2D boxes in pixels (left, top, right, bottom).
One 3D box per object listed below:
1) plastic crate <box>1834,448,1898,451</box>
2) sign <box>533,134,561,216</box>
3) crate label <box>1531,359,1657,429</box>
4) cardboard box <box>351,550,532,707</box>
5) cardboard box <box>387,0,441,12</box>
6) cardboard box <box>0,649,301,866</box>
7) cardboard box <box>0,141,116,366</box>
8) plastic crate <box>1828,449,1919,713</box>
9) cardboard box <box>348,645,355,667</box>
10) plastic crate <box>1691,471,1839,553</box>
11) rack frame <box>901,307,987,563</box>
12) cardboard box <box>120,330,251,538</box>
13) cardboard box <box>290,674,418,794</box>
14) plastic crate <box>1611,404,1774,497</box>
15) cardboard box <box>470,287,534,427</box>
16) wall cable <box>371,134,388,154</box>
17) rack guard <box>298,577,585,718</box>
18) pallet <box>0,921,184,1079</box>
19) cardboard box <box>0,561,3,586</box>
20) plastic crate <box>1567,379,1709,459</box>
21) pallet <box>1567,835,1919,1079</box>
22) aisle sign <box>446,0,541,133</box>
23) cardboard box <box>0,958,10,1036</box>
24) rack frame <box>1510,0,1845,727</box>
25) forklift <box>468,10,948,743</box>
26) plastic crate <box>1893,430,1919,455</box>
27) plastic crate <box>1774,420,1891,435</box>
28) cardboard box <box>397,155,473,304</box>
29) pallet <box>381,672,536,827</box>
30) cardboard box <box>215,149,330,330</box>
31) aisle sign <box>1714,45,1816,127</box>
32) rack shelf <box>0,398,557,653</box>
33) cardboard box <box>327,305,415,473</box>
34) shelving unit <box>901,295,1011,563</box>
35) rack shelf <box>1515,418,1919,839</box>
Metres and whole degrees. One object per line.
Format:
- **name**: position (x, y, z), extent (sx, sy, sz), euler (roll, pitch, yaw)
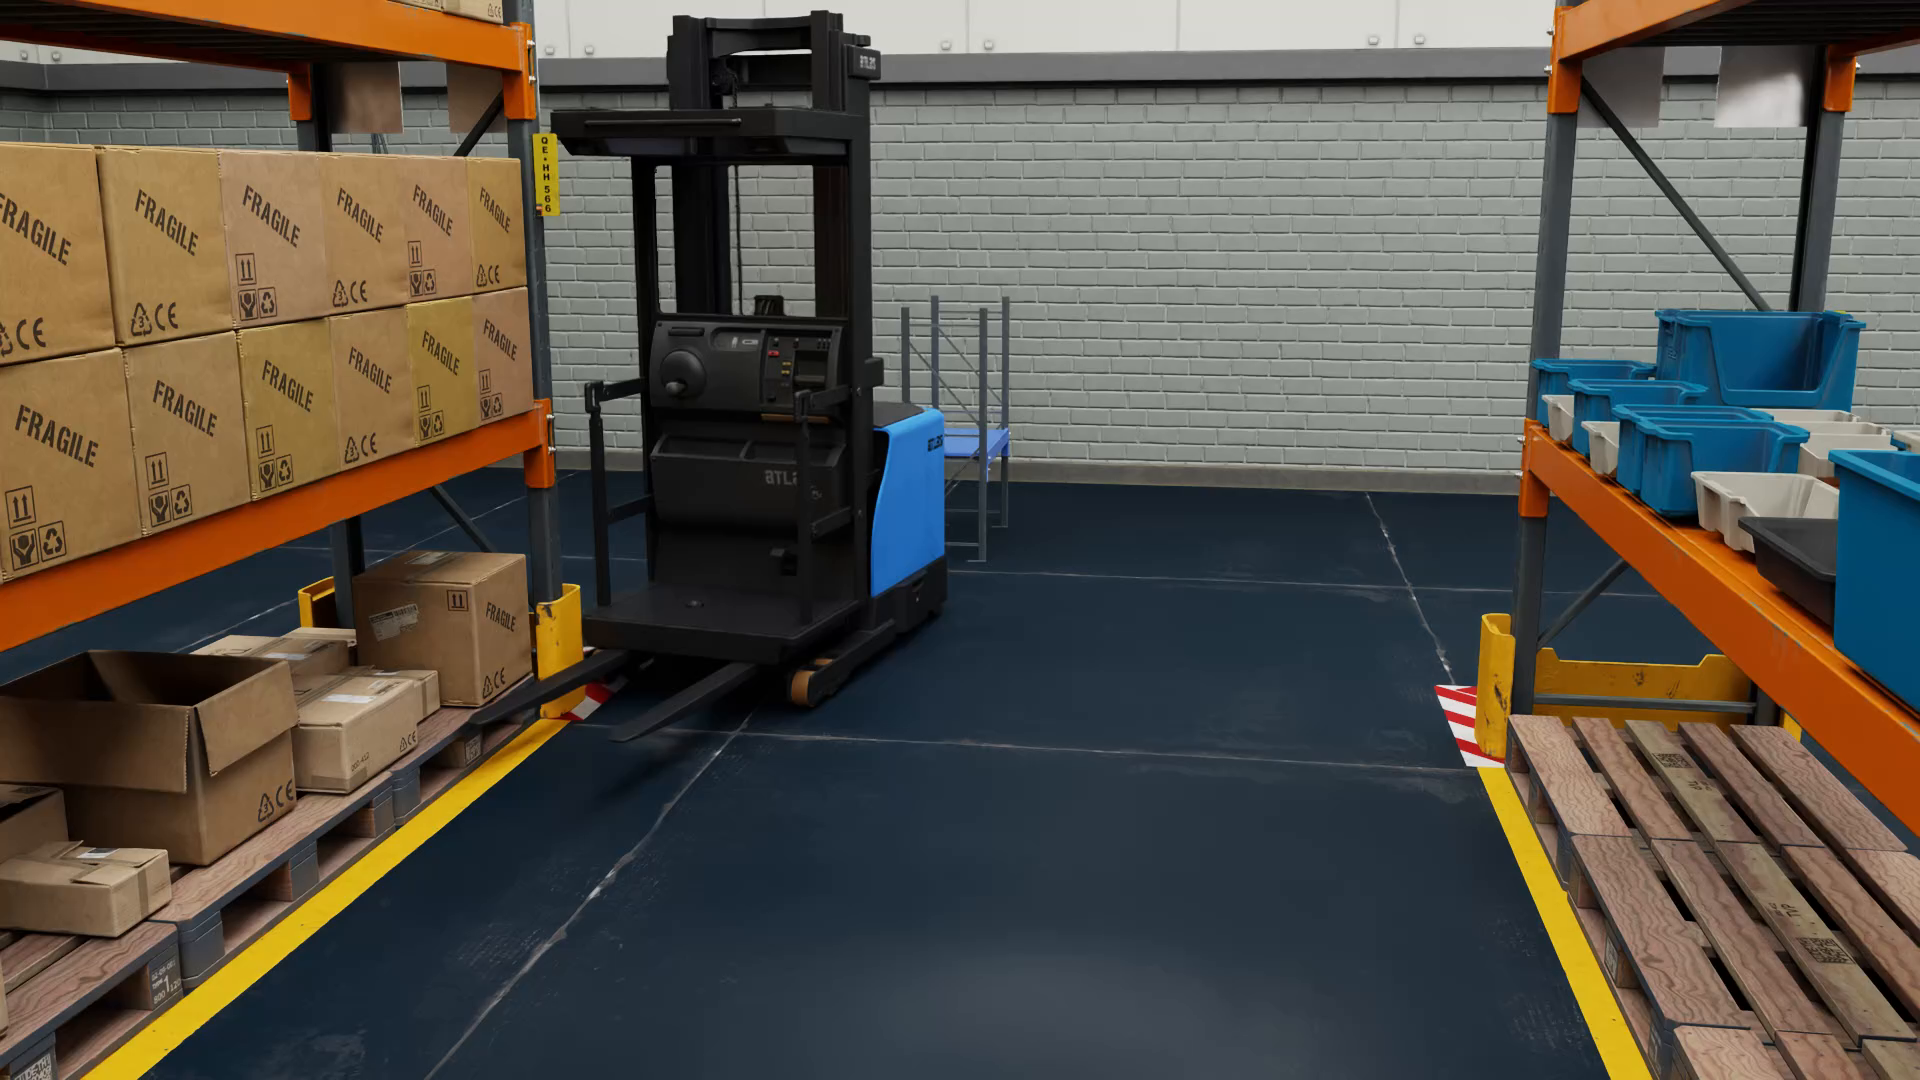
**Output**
- **plastic crate**: position (2.620, -0.166, 4.626), extent (0.298, 0.136, 0.250), euler (2, 12, 9)
- **sign**: position (-1.678, -1.482, 6.749), extent (0.100, 0.325, 0.005), euler (2, 12, 9)
- **crate label**: position (2.308, -0.529, 6.081), extent (0.416, 0.233, 0.303), euler (2, 12, 9)
- **cardboard box**: position (-2.063, 0.345, 6.662), extent (0.500, 0.500, 0.500), euler (2, 12, 9)
- **cardboard box**: position (-2.129, -1.957, 5.690), extent (0.500, 0.250, 0.500), euler (2, 12, 9)
- **cardboard box**: position (-2.554, 0.664, 5.176), extent (0.797, 0.503, 0.637), euler (2, 12, 9)
- **cardboard box**: position (-2.409, -0.685, 3.939), extent (0.500, 0.500, 0.500), euler (1, 12, 7)
- **plastic crate**: position (1.791, 0.081, 2.893), extent (0.392, 0.384, 0.575), euler (2, 12, 9)
- **cardboard box**: position (-2.665, 0.515, 6.665), extent (0.380, 0.166, 0.250), euler (2, 12, 9)
- **plastic crate**: position (2.027, -0.062, 4.144), extent (0.293, 0.136, 0.466), euler (2, 12, 9)
- **rack frame**: position (-0.091, -0.610, 9.762), extent (0.500, 1.500, 0.032), euler (2, 12, 9)
- **cardboard box**: position (-2.336, -0.307, 4.562), extent (0.500, 0.500, 0.500), euler (2, 12, 8)
- **cardboard box**: position (-2.239, 0.664, 5.775), extent (0.500, 0.250, 0.500), euler (2, 12, 9)
- **plastic crate**: position (2.105, -0.255, 4.809), extent (0.416, 0.233, 0.300), euler (2, 12, 9)
- **cardboard box**: position (-2.023, -0.730, 6.523), extent (0.500, 0.500, 0.500), euler (2, 12, 10)
- **wall cable**: position (-5.895, -3.523, 12.853), extent (3.097, 2.526, 0.112), euler (2, 12, 9)
- **rack guard**: position (-2.235, 0.455, 7.197), extent (1.175, 0.500, 0.348), euler (2, 12, 9)
- **pallet**: position (-2.732, 1.270, 4.101), extent (1.003, 0.211, 1.213), euler (2, 12, 9)
- **cardboard box**: position (-2.490, -0.097, 3.584), extent (0.500, 0.500, 0.500), euler (2, 12, 10)
- **plastic crate**: position (2.206, -0.392, 5.445), extent (0.416, 0.233, 0.300), euler (2, 12, 9)
- **pallet**: position (2.316, 1.165, 4.587), extent (1.003, 0.211, 1.213), euler (2, 12, 9)
- **aisle sign**: position (-1.910, -2.058, 6.753), extent (0.394, 0.787, 0.004), euler (2, 12, 9)
- **cardboard box**: position (-2.560, 1.068, 3.753), extent (0.500, 0.311, 0.500), euler (2, 12, 9)
- **rack frame**: position (2.671, -0.622, 6.259), extent (1.000, 3.000, 0.127), euler (2, 12, 9)
- **forklift**: position (-1.036, -0.807, 7.279), extent (1.130, 2.935, 3.031), euler (4, 13, 19)
- **plastic crate**: position (2.473, -0.073, 3.849), extent (0.437, 0.282, 0.530), euler (2, 12, 9)
- **plastic crate**: position (2.666, -0.287, 5.188), extent (0.396, 0.136, 0.243), euler (2, 12, 9)
- **cardboard box**: position (-2.097, -1.114, 5.932), extent (0.500, 0.500, 0.500), euler (2, 12, 10)
- **pallet**: position (-2.356, 0.762, 6.457), extent (1.003, 0.211, 1.213), euler (2, 12, 9)
- **cardboard box**: position (-2.251, -0.899, 4.934), extent (0.500, 0.500, 0.500), euler (2, 12, 10)
- **aisle sign**: position (2.972, -1.898, 6.011), extent (0.394, 0.787, 0.004), euler (2, 12, 9)
- **rack shelf**: position (-2.531, -0.015, 5.151), extent (1.077, 0.370, 4.000), euler (2, 12, 9)
- **cardboard box**: position (-2.181, -0.518, 5.540), extent (0.500, 0.500, 0.500), euler (2, 12, 9)
- **shelving unit**: position (-0.013, -0.715, 10.253), extent (0.538, 1.500, 1.048), euler (2, 12, 9)
- **rack shelf**: position (2.363, 0.146, 4.403), extent (1.077, 0.370, 4.000), euler (2, 12, 9)
